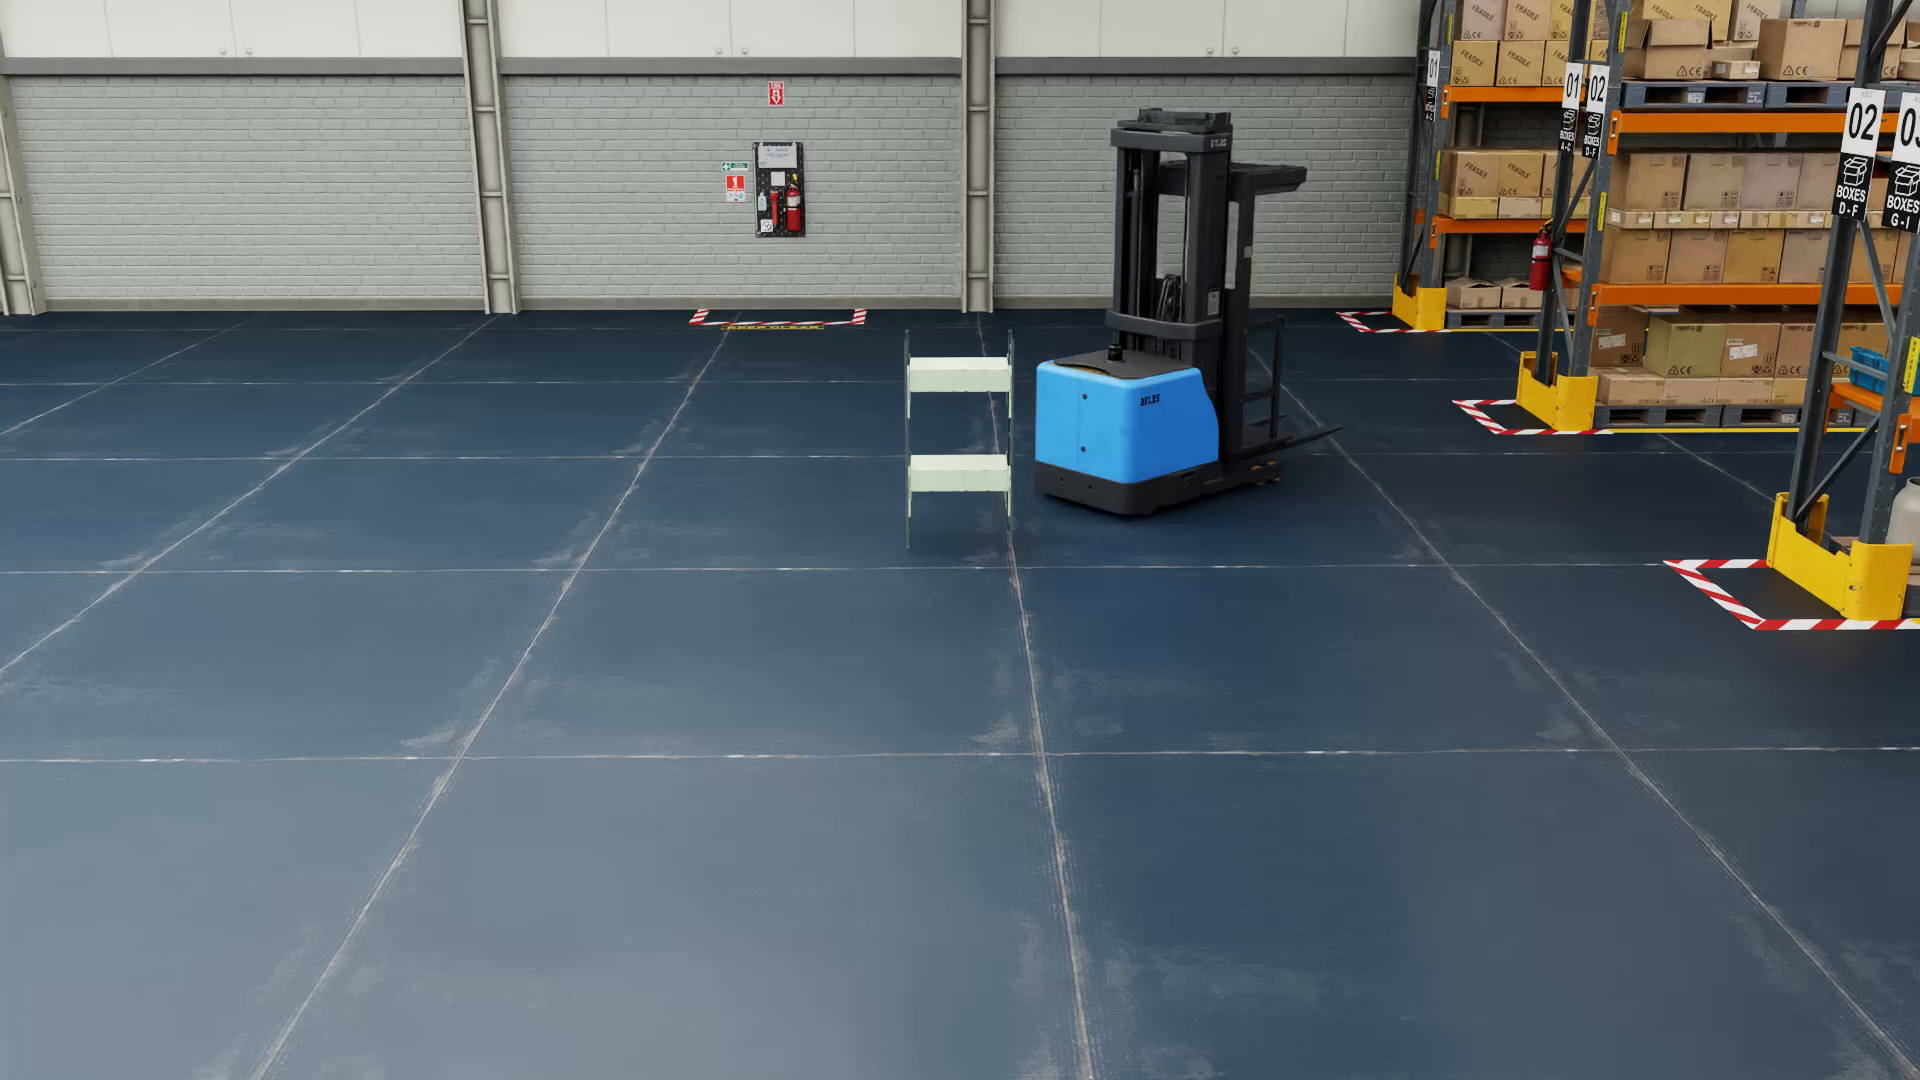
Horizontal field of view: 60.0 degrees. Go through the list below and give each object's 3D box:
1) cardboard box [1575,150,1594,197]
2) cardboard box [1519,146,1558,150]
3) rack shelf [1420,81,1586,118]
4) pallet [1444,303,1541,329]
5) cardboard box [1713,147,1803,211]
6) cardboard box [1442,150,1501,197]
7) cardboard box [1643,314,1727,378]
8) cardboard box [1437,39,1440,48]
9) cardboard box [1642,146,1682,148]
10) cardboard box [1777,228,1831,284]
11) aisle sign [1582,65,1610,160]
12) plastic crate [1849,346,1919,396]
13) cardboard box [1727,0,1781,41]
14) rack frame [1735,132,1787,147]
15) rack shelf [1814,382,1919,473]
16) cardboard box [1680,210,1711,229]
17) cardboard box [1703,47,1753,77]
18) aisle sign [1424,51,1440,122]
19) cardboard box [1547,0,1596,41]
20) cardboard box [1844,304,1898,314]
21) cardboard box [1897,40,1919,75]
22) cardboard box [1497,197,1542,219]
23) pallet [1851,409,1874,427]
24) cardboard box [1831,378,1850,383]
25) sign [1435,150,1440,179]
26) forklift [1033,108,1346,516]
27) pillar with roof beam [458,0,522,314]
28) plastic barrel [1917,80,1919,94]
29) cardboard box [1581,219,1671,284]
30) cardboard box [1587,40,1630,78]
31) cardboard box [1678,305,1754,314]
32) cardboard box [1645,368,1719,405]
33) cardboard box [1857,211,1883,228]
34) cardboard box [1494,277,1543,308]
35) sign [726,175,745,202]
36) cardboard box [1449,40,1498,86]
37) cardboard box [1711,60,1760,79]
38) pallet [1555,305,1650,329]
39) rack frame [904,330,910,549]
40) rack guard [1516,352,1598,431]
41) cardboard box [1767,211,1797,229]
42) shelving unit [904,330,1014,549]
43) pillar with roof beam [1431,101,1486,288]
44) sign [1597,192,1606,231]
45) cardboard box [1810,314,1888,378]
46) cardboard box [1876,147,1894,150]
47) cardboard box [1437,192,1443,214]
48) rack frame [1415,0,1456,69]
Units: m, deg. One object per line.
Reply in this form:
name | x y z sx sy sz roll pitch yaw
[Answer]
cardboard box | 7.544 -4.322 19.594 0.500 0.500 0.500 0 18 1
cardboard box | 7.023 -4.476 20.074 0.500 0.500 0.500 -1 18 -2
rack shelf | 7.535 -5.205 19.631 4.000 0.370 1.077 0 18 -1
pallet | 6.424 -2.776 20.355 1.213 0.211 1.003 0 18 -1
cardboard box | 7.167 -3.268 15.037 0.500 0.500 0.700 0 18 -1
cardboard box | 6.017 -4.316 19.576 0.500 0.500 0.500 0 18 -1
cardboard box | 6.657 -1.783 15.280 0.500 0.500 0.500 0 18 -1
cardboard box | 5.948 -5.675 19.720 0.500 0.500 0.500 1 18 3
cardboard box | 8.544 -4.485 20.102 0.500 0.500 0.500 0 18 -1
cardboard box | 7.632 -2.651 15.238 0.500 0.500 0.700 0 18 1
aisle sign | 5.556 -3.741 14.543 0.004 0.787 0.394 0 18 -1
plastic crate | 6.187 -1.107 10.832 0.616 0.251 0.499 0 18 -1
cardboard box | 9.038 -6.006 19.114 0.500 0.500 0.500 -2 18 -6
rack frame | 9.534 -4.129 20.009 0.127 3.000 1.000 0 18 -1
rack shelf | 7.691 -0.751 10.657 4.000 0.370 1.077 0 18 -1
cardboard box | 6.526 -2.893 14.928 0.250 0.149 0.380 0 18 -1
cardboard box | 6.764 -4.307 14.980 0.500 0.250 0.500 0 18 -1
aisle sign | 5.468 -5.256 19.265 0.004 0.787 0.394 0 18 -1
cardboard box | 6.939 -5.992 19.072 0.500 0.500 0.500 0 18 1
cardboard box | 8.648 -1.953 15.810 0.500 0.500 0.500 0 18 -1
cardboard box | 8.569 -4.344 14.998 0.500 0.311 0.500 -1 18 -4
cardboard box | 6.547 -3.960 19.696 0.500 0.250 0.500 -1 18 -3
pallet | 8.821 -1.298 15.747 1.213 0.211 1.003 0 18 -1
cardboard box | 8.156 -1.432 15.414 0.500 0.250 0.500 0 18 -1
sign | 5.544 -4.357 19.300 0.005 0.325 0.100 0 18 -1
forklift | 2.002 -1.933 13.274 3.031 2.935 1.130 -16 24 -40
pillar with roof beam | -5.709 -5.862 15.588 0.400 9.000 9.100 0 18 -1
plastic barrel | 6.175 -2.958 10.057 0.708 0.830 0.600 0 18 -1
cardboard box | 6.084 -2.643 15.212 0.500 0.500 0.700 0 18 -1
cardboard box | 7.465 -5.525 19.254 0.500 0.500 0.500 1 18 3
cardboard box | 7.148 -1.948 15.795 0.500 0.500 0.500 0 18 -1
cardboard box | 6.657 -1.426 15.396 0.500 0.250 0.500 0 18 -1
cardboard box | 8.078 -2.900 14.953 0.250 0.149 0.380 0 18 1
cardboard box | 6.798 -3.018 20.226 0.500 0.311 0.500 1 18 4
sign | -2.804 -4.394 20.777 0.234 0.329 0.001 0 18 -1
cardboard box | 5.873 -5.521 19.240 0.500 0.500 0.500 0 18 1
cardboard box | 6.796 -4.124 14.577 0.250 0.149 0.380 0 18 -1
pallet | 7.641 -2.781 20.370 1.213 0.211 1.003 0 18 -1
rack frame | -0.373 -0.712 11.813 0.023 1.500 0.400 0 18 -1
rack guard | 5.593 -1.407 15.614 0.348 0.500 1.175 0 18 -1
cardboard box | 7.300 -2.897 14.941 0.250 0.149 0.380 -1 18 -2
shelving unit | -0.007 -0.714 11.818 0.755 1.500 0.431 0 18 -1
pillar with roof beam | 6.289 -5.919 15.768 0.400 9.000 9.100 0 18 -1
sign | 5.620 -2.877 14.560 0.005 0.325 0.100 0 18 -1
cardboard box | 8.156 -1.793 15.312 0.500 0.500 0.500 0 18 -1
cardboard box | 8.668 -3.275 15.058 0.500 0.500 0.700 0 18 -1
cardboard box | 5.999 -4.110 20.161 0.500 0.250 0.500 0 18 0
rack frame | 5.535 -6.967 19.033 0.127 3.000 1.000 0 18 -1
